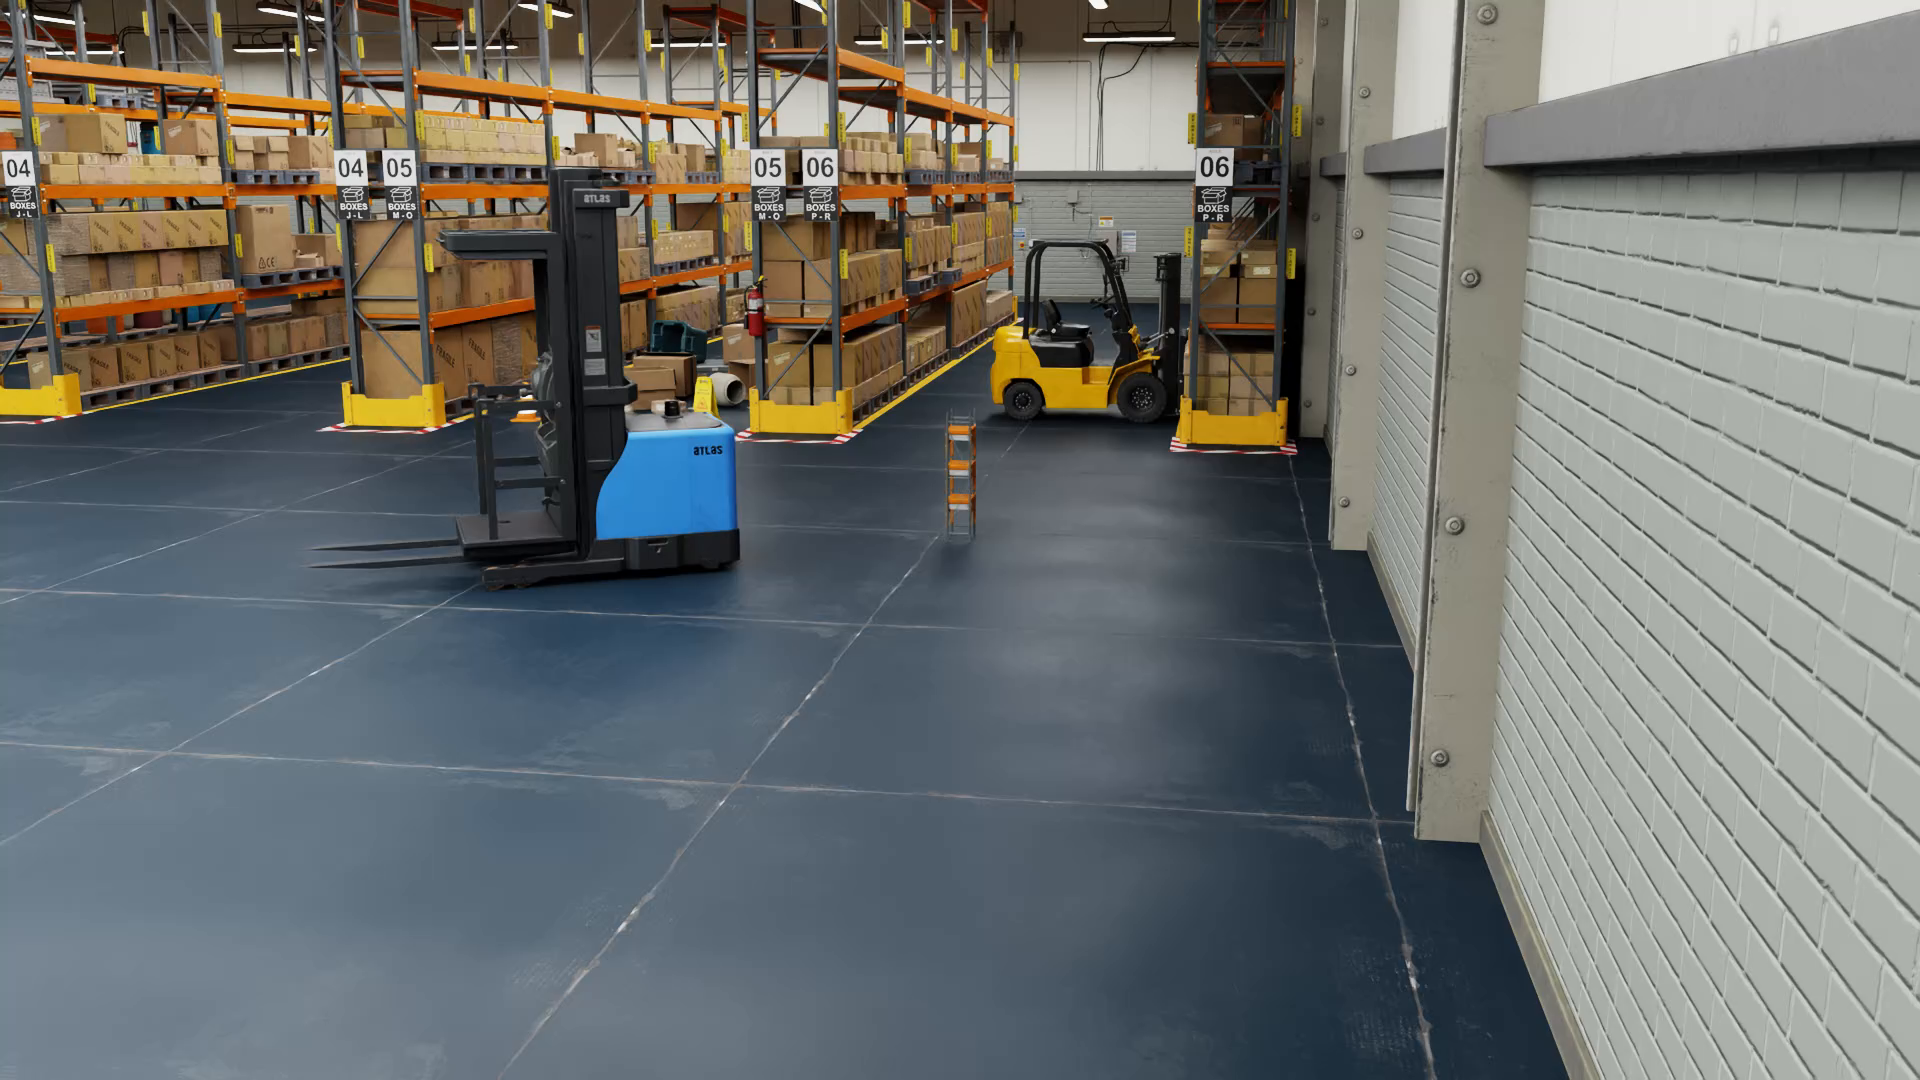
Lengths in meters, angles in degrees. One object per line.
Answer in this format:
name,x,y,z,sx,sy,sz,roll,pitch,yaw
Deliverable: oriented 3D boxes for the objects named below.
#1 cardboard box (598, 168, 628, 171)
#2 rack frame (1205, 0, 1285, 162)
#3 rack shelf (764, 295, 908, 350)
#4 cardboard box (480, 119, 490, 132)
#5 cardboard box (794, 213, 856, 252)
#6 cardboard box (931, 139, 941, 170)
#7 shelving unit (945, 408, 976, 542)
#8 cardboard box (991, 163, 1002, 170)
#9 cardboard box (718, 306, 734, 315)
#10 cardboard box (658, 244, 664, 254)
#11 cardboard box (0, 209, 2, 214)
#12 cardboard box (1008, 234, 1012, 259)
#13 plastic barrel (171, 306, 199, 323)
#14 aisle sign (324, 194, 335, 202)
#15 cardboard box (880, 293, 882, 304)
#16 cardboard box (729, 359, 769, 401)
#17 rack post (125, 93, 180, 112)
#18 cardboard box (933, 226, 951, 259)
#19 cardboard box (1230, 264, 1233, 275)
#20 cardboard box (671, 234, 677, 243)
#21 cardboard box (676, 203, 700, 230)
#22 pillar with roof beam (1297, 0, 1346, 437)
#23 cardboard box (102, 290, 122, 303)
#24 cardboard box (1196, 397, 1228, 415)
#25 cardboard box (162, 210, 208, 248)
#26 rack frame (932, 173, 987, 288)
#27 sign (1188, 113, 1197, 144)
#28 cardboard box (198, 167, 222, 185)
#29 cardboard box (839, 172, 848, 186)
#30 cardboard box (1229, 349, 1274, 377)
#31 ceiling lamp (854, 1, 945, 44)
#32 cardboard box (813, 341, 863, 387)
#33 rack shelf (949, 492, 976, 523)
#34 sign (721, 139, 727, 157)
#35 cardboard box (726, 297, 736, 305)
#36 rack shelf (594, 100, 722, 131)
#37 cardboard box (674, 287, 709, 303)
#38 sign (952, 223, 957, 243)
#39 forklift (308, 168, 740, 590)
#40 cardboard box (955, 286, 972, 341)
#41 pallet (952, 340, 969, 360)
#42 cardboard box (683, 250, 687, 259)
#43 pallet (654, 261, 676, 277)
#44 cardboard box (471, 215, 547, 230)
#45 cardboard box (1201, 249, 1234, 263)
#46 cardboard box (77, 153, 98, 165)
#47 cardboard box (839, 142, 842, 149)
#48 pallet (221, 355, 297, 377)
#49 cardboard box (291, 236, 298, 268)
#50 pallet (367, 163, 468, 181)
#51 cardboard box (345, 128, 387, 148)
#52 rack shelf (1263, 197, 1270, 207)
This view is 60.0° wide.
cardboard box,-5.699,-6.169,27.642,0.500,0.500,0.500,2,12,9
rack frame,3.661,-6.328,21.494,1.000,3.000,0.127,2,12,9
rack shelf,-1.552,-2.787,21.013,1.077,0.370,4.000,2,12,9
cardboard box,-6.164,-5.226,20.973,0.380,0.149,0.250,2,12,9
cardboard box,-1.730,-3.944,21.358,0.700,0.500,0.500,2,12,7
cardboard box,-0.720,-6.193,26.748,0.797,0.503,0.637,1,12,5
shelving unit,0.008,-0.524,13.434,0.215,1.050,0.252,2,12,9
cardboard box,0.636,-7.464,33.250,0.380,0.149,0.250,1,12,4
cardboard box,-4.548,-4.382,31.770,0.380,0.149,0.250,2,12,11
cardboard box,-5.223,-4.905,28.029,0.380,0.149,0.250,2,12,11
cardboard box,-19.243,-6.490,33.876,0.500,0.500,0.500,2,12,10
cardboard box,0.789,-5.993,33.944,0.500,0.500,0.500,2,12,9
plastic barrel,-14.909,-4.621,31.801,0.600,0.901,0.708,2,12,9
aisle sign,-13.784,-7.811,36.446,0.394,0.787,0.004,2,12,9
cardboard box,-1.214,-3.091,21.314,0.380,0.149,0.250,2,12,8
cardboard box,-2.753,-2.155,22.301,0.500,0.500,0.500,-10,16,-40
rack post,-14.885,-7.965,30.277,0.937,0.300,0.954,3,13,15
cardboard box,-0.424,-4.684,26.166,0.500,0.500,0.500,2,12,7
cardboard box,2.933,-3.116,19.053,0.380,0.149,0.250,2,12,10
cardboard box,-5.111,-5.209,28.730,0.380,0.149,0.250,2,12,11
cardboard box,-5.115,-6.149,31.590,0.500,0.500,0.500,1,12,7
pillar with roof beam,-0.210,-5.750,18.815,9.100,9.000,0.400,2,12,9
cardboard box,-11.198,-3.180,21.724,0.380,0.149,0.250,2,12,9
cardboard box,2.806,-1.531,19.009,0.500,0.250,0.500,2,12,9
cardboard box,-10.909,-4.352,23.252,0.500,0.500,0.500,2,12,9
rack frame,-0.014,-5.220,30.596,1.000,3.000,0.127,2,12,9
sign,2.512,-4.443,17.956,0.100,0.325,0.005,2,12,9
cardboard box,-10.848,-5.166,23.579,0.500,0.250,0.500,2,12,11
cardboard box,-1.487,-4.124,18.987,0.380,0.149,0.250,2,12,9
cardboard box,3.307,-2.006,18.838,0.500,0.250,0.500,2,12,8
ceiling lamp,-1.381,-12.476,36.170,2.000,3.185,0.800,2,12,9
cardboard box,-1.459,-2.114,19.932,0.500,0.500,0.500,1,12,7
rack shelf,0.008,-0.242,13.495,0.215,0.259,0.240,2,12,9
sign,-4.371,-7.254,30.751,0.100,0.325,0.005,2,12,9
cardboard box,-4.571,-4.637,32.247,0.380,0.149,0.250,2,12,8
rack shelf,-5.228,-7.329,28.797,1.077,0.370,4.000,2,12,9
cardboard box,-4.877,-4.440,30.131,0.500,0.250,0.500,2,12,11
sign,-0.091,-4.899,26.546,0.100,0.325,0.005,2,12,9
forklift,-3.224,-1.202,12.112,3.031,2.935,1.130,-4,13,-19
cardboard box,-0.299,-3.881,28.428,0.875,0.875,0.875,2,12,9
pallet,-0.433,-3.186,27.776,1.003,0.211,1.213,2,12,9
cardboard box,-5.024,-5.026,29.295,0.380,0.149,0.250,1,12,7
pallet,-5.531,-4.585,28.104,1.213,0.211,1.003,2,12,9
cardboard box,-6.241,-4.220,23.035,0.875,0.550,0.550,2,12,9
cardboard box,2.900,-3.207,18.773,0.380,0.149,0.250,2,12,9
cardboard box,-11.216,-4.843,21.135,0.380,0.149,0.250,2,12,11
cardboard box,-1.580,-4.576,19.190,0.380,0.149,0.250,2,12,8
pallet,-10.918,-2.675,25.405,1.003,0.211,1.213,2,12,9
cardboard box,-10.861,-4.496,25.992,0.797,0.503,0.637,3,13,14
pallet,-6.662,-4.439,20.063,1.003,0.211,1.213,2,12,9
cardboard box,-6.967,-4.765,19.780,0.500,0.250,0.500,2,12,9
rack shelf,3.969,-4.926,23.818,1.077,0.370,4.000,2,12,9
